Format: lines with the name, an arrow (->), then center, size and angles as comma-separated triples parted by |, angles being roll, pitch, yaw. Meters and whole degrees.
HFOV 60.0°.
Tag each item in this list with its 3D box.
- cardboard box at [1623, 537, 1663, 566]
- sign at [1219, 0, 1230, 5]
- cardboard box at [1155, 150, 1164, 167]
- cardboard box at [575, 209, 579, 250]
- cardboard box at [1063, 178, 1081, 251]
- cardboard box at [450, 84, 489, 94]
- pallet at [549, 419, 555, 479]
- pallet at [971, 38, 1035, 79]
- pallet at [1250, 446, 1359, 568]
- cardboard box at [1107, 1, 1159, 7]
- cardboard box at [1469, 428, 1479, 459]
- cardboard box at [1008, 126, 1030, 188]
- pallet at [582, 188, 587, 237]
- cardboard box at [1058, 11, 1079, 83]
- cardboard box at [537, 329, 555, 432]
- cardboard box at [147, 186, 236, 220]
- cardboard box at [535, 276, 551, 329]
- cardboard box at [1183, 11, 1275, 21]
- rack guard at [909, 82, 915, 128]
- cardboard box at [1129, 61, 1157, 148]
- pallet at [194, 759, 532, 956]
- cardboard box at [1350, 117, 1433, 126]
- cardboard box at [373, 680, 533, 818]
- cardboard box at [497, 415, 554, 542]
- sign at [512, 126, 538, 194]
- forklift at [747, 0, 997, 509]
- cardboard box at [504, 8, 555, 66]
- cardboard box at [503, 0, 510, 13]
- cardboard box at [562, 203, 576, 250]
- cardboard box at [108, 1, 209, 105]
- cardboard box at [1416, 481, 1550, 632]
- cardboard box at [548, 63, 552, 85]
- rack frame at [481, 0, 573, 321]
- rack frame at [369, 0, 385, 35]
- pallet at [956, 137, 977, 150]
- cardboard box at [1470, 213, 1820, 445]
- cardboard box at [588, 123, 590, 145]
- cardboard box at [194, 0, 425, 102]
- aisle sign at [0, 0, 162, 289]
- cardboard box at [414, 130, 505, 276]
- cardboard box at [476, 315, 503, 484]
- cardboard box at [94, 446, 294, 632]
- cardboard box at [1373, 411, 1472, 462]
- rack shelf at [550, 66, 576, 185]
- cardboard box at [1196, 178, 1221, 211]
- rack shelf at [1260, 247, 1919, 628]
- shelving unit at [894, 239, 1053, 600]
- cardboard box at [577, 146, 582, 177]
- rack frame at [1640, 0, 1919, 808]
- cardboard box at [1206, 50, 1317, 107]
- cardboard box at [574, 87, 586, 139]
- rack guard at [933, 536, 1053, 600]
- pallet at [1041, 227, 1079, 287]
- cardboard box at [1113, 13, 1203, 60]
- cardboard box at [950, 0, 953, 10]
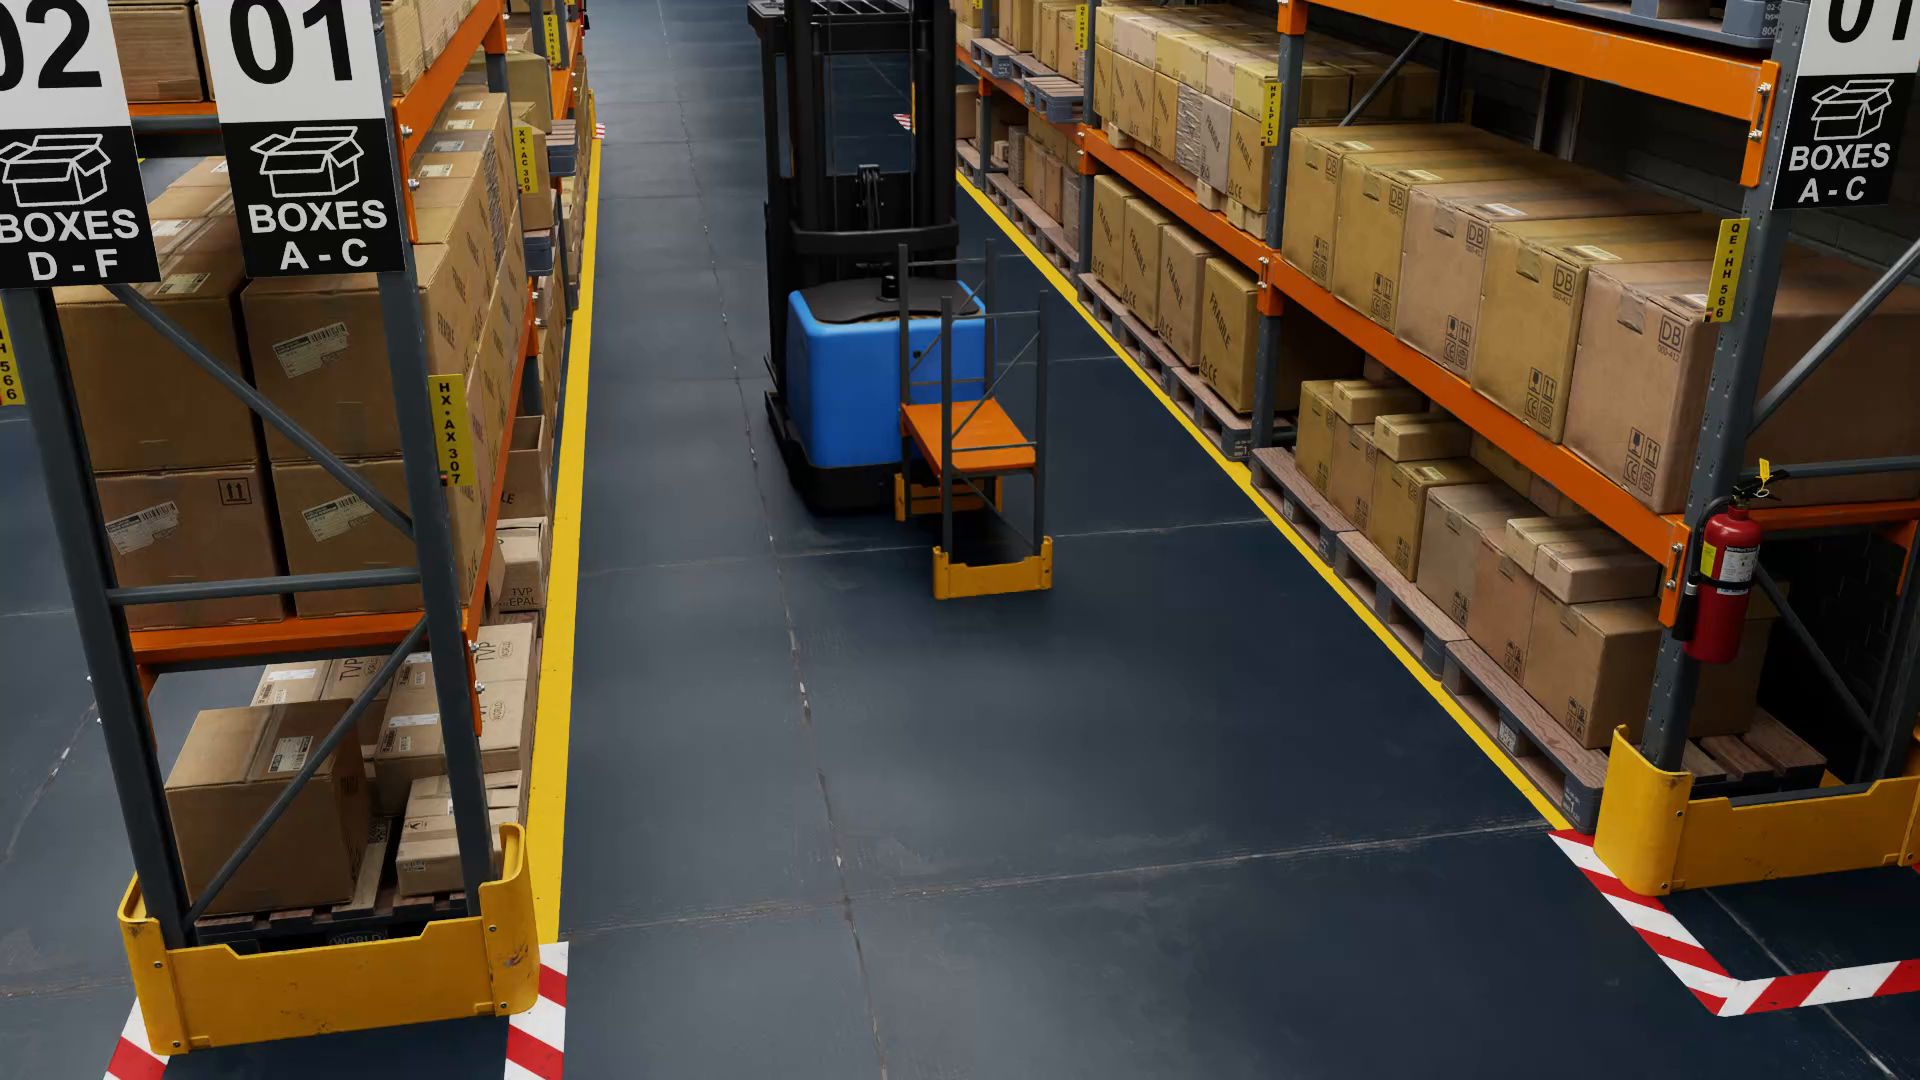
cardboard box -> 2.821, -0.009, 6.811 | 0.380, 0.149, 0.250 | -4, 24, -10
sign -> 1.989, -3.952, 12.604 | 0.100, 0.325, 0.005 | -4, 24, -10
cardboard box -> 1.543, -2.622, 11.295 | 0.380, 0.149, 0.250 | -4, 24, -9
cardboard box -> -3.427, -2.572, 13.803 | 0.500, 0.250, 0.500 | -5, 24, -11
cardboard box -> 1.260, -2.714, 13.790 | 0.700, 0.500, 0.500 | -4, 24, -9
cardboard box -> -3.071, -2.366, 9.770 | 0.700, 0.500, 0.500 | -11, 26, -23
pallet -> -2.871, -0.476, 9.577 | 1.003, 0.211, 1.213 | -4, 24, -10
pallet -> 0.703, -4.553, 15.666 | 1.003, 0.211, 1.213 | -4, 24, -10
pallet -> 2.248, -0.223, 8.996 | 1.003, 0.211, 1.213 | -4, 24, -10
cardboard box -> 1.351, -4.057, 12.806 | 0.380, 0.149, 0.250 | -8, 25, -17
cardboard box -> 2.584, -0.509, 7.957 | 0.380, 0.149, 0.250 | -4, 24, -9
cardboard box -> 0.857, -3.720, 16.093 | 0.700, 0.500, 0.500 | -3, 24, -8
pallet -> -3.988, -3.019, 15.399 | 1.003, 0.211, 1.213 | -4, 24, -10
cardboard box -> 1.218, -4.028, 13.551 | 0.700, 0.500, 0.500 | -7, 24, -15
cardboard box -> -2.643, -0.911, 9.661 | 0.500, 0.500, 0.500 | -4, 24, -9
cardboard box -> -2.491, -0.925, 5.746 | 0.500, 0.500, 0.500 | -4, 24, -8
cardboard box -> -2.719, -1.439, 9.933 | 0.500, 0.250, 0.500 | -4, 24, -10
cardboard box -> 1.875, -3.550, 11.673 | 0.500, 0.250, 0.500 | -5, 24, -11
rack guard -> -0.021, -5.350, 20.375 | 1.175, 0.500, 0.348 | -4, 24, -10
cardboard box -> 1.461, -2.958, 11.254 | 0.500, 0.500, 0.500 | -4, 24, -10
pallet -> -2.106, 1.071, 6.035 | 1.003, 0.211, 1.213 | -4, 24, -10
cardboard box -> 2.347, -2.196, 9.509 | 0.500, 0.500, 0.500 | -5, 24, -12
cardboard box -> -1.858, 0.763, 6.141 | 0.500, 0.250, 0.500 | -4, 24, -10
cardboard box -> -2.299, -0.290, 8.240 | 0.500, 0.500, 0.500 | -4, 24, -10
sign -> -2.152, -1.877, 8.219 | 0.100, 0.325, 0.005 | -4, 24, -10
forklift -> -0.617, -2.071, 9.829 | 1.130, 2.935, 3.031 | -5, 24, -12
cardboard box -> -4.251, -4.804, 15.877 | 0.700, 0.500, 0.500 | -5, 24, -11
cardboard box -> -4.424, -5.018, 15.557 | 0.380, 0.149, 0.250 | -4, 24, -10
cardboard box -> -3.232, -2.428, 12.771 | 0.500, 0.311, 0.500 | -4, 24, -8
cardboard box -> -2.298, -1.352, 4.538 | 0.500, 0.250, 0.500 | -4, 24, -10
cardboard box -> 2.510, 0.059, 7.467 | 0.700, 0.500, 0.500 | -5, 24, -11
cardboard box -> -3.820, -4.190, 14.764 | 0.396, 0.266, 0.258 | -5, 24, -11
rack frame -> -3.423, -3.011, 11.896 | 1.000, 3.000, 0.127 | -4, 24, -10
rack frame -> -1.944, -2.613, 3.490 | 1.000, 3.000, 0.127 | -4, 24, -10
pallet -> 0.317, -4.417, 18.599 | 1.003, 0.211, 1.213 | -4, 24, -10
cardboard box -> 2.674, -0.855, 6.584 | 0.980, 0.700, 0.700 | -4, 24, -10
cardboard box -> -4.224, -4.312, 17.785 | 0.500, 0.250, 0.500 | -4, 24, -10
cardboard box -> -1.789, -1.391, 4.626 | 0.500, 0.250, 0.500 | -4, 24, -10
aisle sign -> -2.232, -1.006, 4.057 | 0.394, 0.787, 0.004 | -4, 24, -10
cardboard box -> -2.145, -1.362, 6.747 | 0.500, 0.500, 0.500 | -4, 24, -9
cardboard box -> -1.957, -0.504, 6.031 | 0.500, 0.500, 0.500 | -4, 24, -10
cardboard box -> -2.294, -0.066, 5.028 | 0.500, 0.500, 0.500 | -4, 24, -8
cardboard box -> 2.202, -0.494, 7.922 | 0.380, 0.149, 0.250 | -5, 24, -11
rack shelf -> -3.793, -3.468, 13.841 | 1.077, 0.370, 4.000 | -4, 24, -10
cardboard box -> 1.663, -2.114, 10.131 | 0.380, 0.149, 0.250 | -4, 24, -10
rack shelf -> 2.554, -0.689, 7.479 | 1.077, 0.370, 4.000 | -4, 24, -10
shelving unit -> 0.049, -0.629, 8.317 | 0.587, 1.500, 1.083 | -5, 24, -12
cardboard box -> -3.704, -3.431, 15.068 | 0.500, 0.311, 0.500 | -4, 24, -8
rack frame -> 2.924, -0.232, 5.533 | 1.000, 3.000, 0.127 | -4, 24, -10
cardboard box -> 1.761, -2.707, 9.742 | 0.500, 0.250, 0.500 | -4, 24, -9
cardboard box -> -4.041, -4.262, 16.734 | 0.500, 0.500, 0.500 | -4, 24, -10
rack guard -> 0.161, 0.138, 8.122 | 0.587, 0.250, 0.087 | -5, 24, -12
pallet -> 1.301, -2.408, 14.000 | 1.003, 0.211, 1.213 | -4, 24, -10
cardboard box -> 1.375, -3.505, 11.568 | 0.500, 0.250, 0.500 | -5, 24, -10
cardboard box -> 0.133, -5.794, 17.494 | 0.500, 0.500, 0.500 | -5, 24, -11
